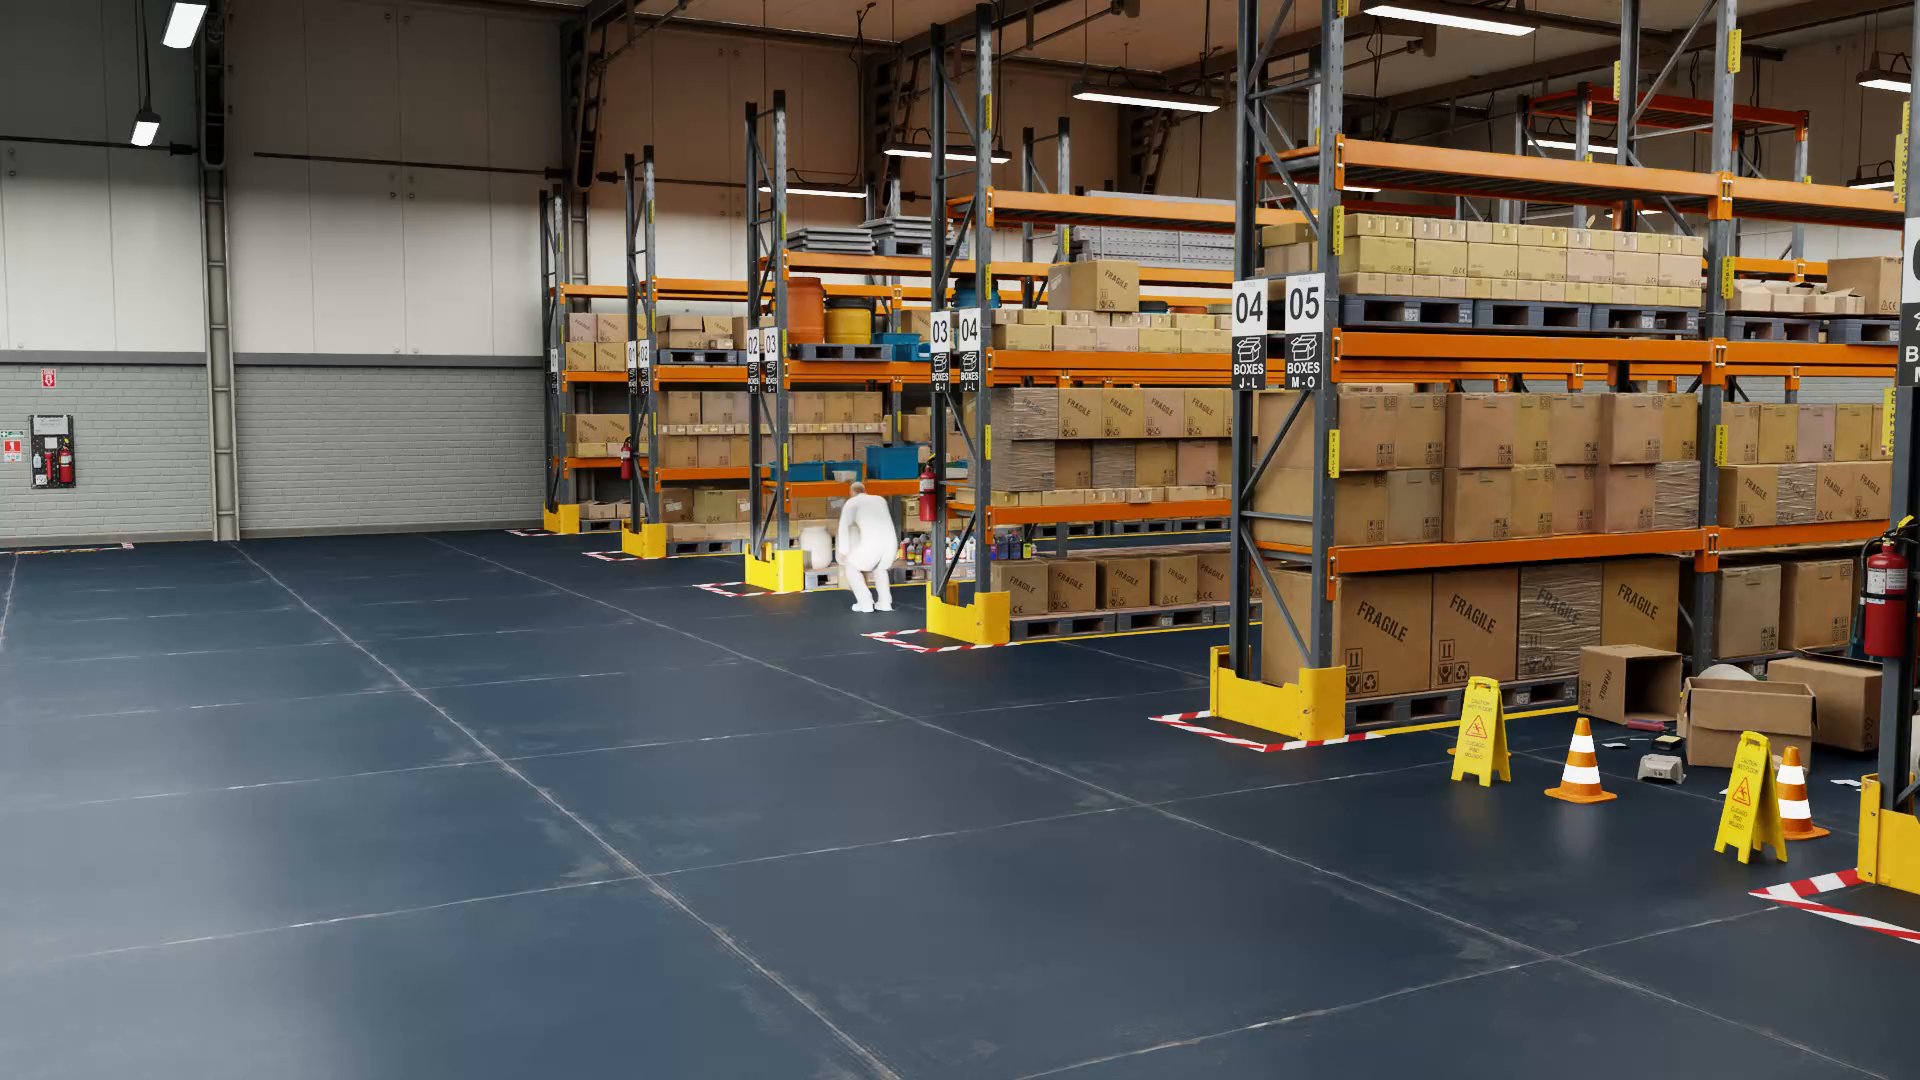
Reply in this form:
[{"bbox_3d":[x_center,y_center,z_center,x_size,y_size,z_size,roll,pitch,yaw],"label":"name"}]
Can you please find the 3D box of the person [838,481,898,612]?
[{"bbox_3d":[-1.013,0.075,18.403,0.630,1.425,0.718,-3,6,-29],"label":"person"}]
